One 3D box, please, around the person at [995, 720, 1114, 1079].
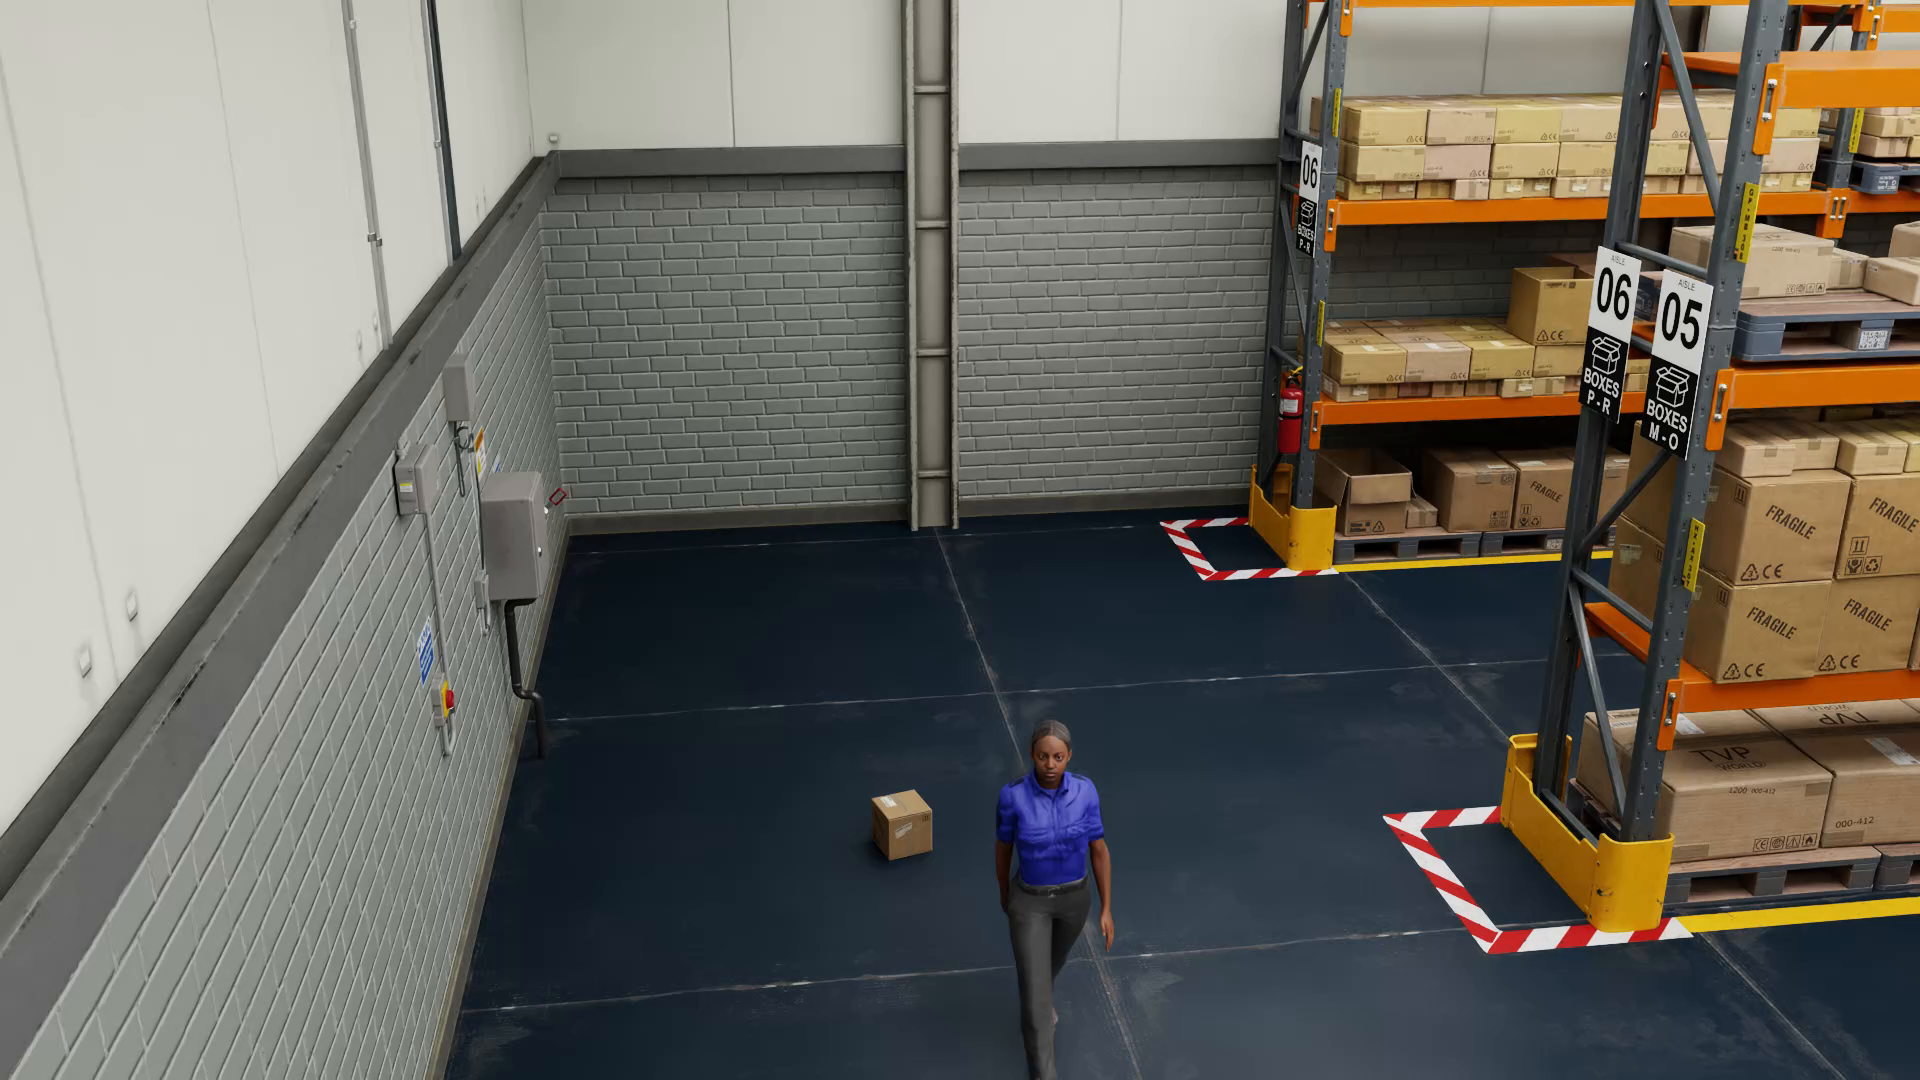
[{"bbox_3d":[0.402,1.517,6.914,0.450,1.588,1.002,-5,21,-13],"label":"person"}]
